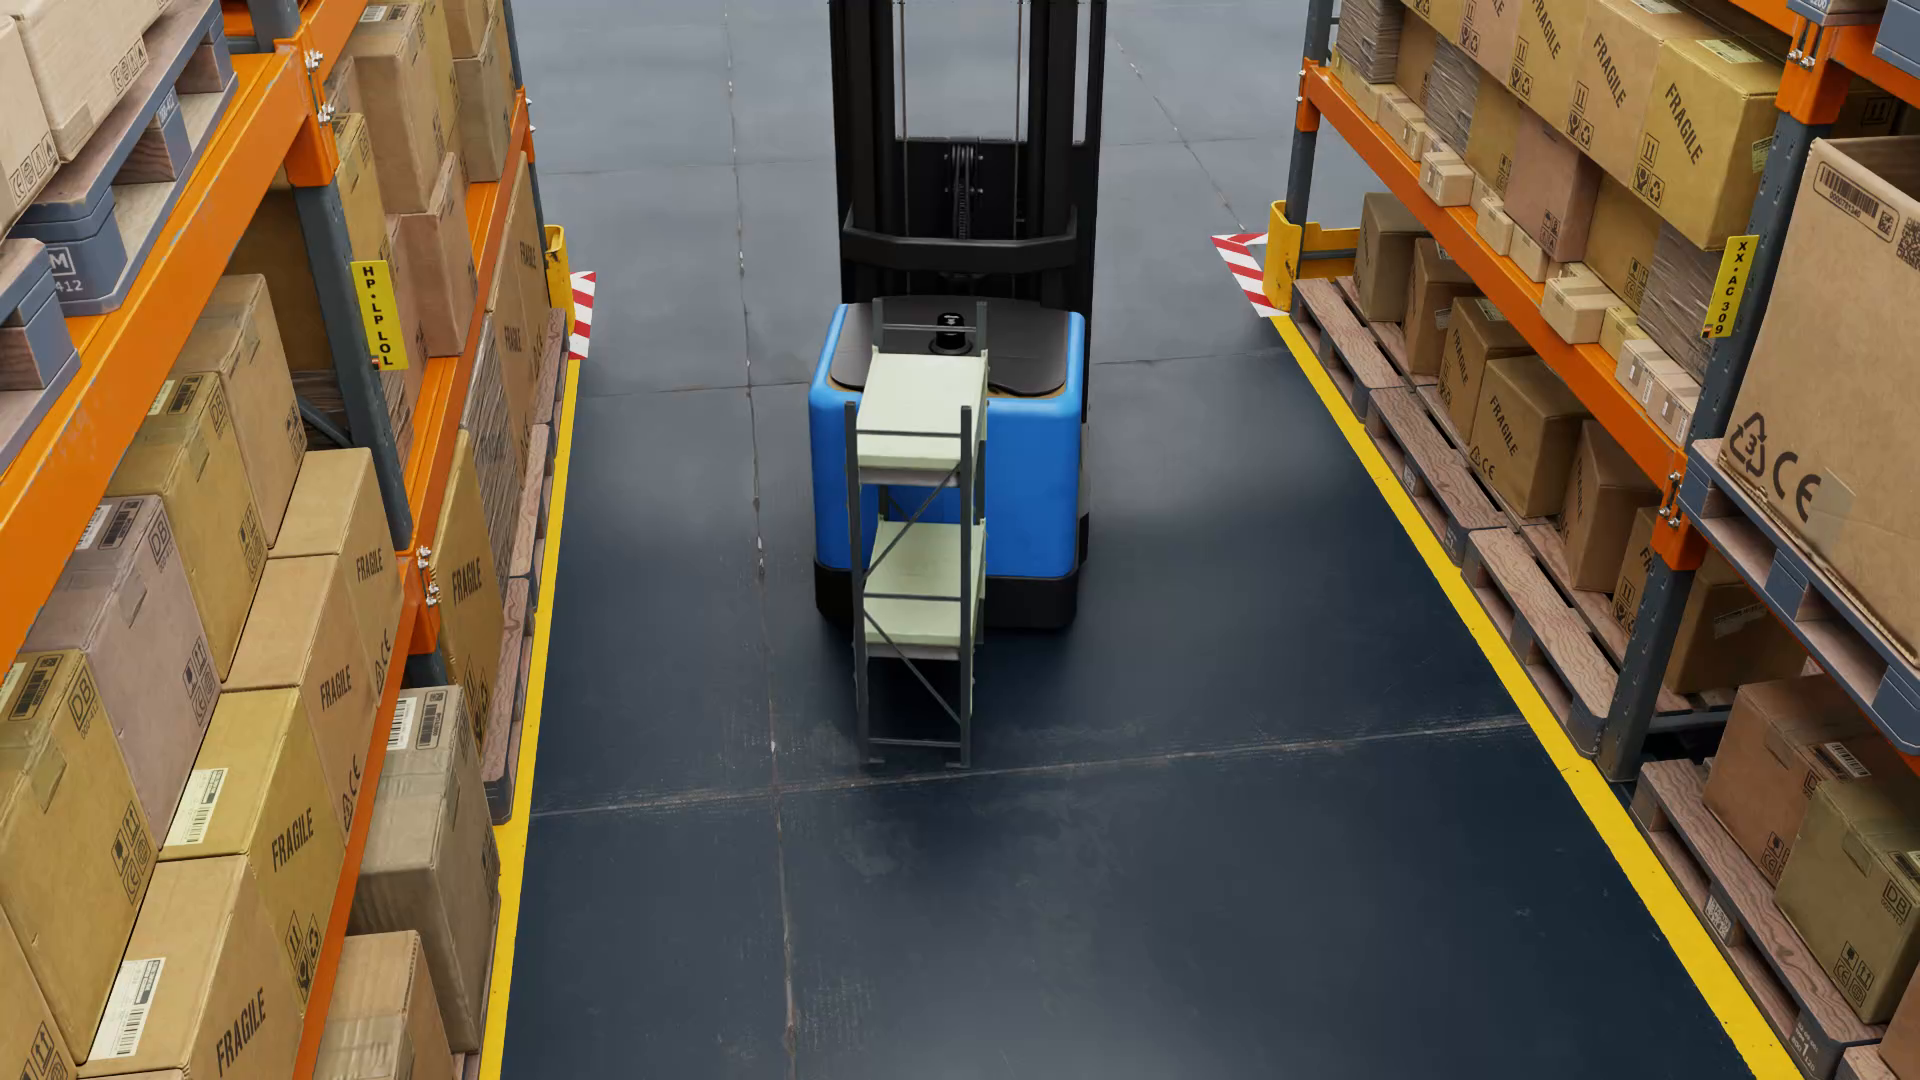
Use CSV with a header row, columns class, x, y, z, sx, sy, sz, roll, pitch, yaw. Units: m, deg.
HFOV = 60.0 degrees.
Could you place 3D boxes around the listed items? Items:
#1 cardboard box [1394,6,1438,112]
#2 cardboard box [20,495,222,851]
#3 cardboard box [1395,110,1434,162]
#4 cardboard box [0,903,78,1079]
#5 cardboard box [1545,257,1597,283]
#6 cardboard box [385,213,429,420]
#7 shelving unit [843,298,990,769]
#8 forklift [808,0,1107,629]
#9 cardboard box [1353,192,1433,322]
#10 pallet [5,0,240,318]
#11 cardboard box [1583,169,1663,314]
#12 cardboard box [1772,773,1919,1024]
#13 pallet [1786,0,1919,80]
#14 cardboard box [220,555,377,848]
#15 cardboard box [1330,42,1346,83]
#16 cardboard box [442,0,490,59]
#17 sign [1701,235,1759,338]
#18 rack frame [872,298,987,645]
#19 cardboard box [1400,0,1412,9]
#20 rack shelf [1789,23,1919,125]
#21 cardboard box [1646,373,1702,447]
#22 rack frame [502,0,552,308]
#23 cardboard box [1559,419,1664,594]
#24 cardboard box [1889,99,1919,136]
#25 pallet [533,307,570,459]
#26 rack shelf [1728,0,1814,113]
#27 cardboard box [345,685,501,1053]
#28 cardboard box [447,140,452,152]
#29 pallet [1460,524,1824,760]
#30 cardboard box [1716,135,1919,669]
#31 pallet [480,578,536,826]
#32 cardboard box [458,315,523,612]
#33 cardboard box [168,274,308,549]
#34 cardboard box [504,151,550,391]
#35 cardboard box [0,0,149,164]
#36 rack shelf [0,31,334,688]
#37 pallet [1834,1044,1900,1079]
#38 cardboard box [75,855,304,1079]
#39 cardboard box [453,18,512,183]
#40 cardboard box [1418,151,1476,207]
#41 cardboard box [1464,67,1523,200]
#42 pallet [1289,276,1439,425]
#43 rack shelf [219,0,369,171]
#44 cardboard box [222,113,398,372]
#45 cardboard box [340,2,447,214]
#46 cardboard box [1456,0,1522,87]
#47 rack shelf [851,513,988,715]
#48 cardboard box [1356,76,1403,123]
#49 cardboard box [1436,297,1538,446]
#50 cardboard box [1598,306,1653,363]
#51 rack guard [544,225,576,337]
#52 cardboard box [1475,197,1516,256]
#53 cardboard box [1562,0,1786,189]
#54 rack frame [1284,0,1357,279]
class,x,y,z,sx,sy,sz,roll,pitch,yaw
cardboard box,2.508,-2.251,7.537,0.875,0.500,0.500,-4,35,-6
cardboard box,-1.904,0.277,3.204,0.700,0.500,0.500,-4,34,-6
cardboard box,2.192,-1.825,7.488,0.380,0.149,0.250,-4,35,-6
cardboard box,-1.768,0.844,2.372,0.700,0.500,0.500,-5,35,-7
cardboard box,2.448,-0.993,6.266,0.380,0.149,0.250,-4,35,-6
cardboard box,-2.273,-0.687,5.461,0.875,0.550,0.550,-4,35,-6
shelving unit,-0.135,-0.009,5.931,0.431,1.500,0.755,3,34,4
forklift,0.051,-1.667,7.093,1.130,2.935,3.031,3,34,4
cardboard box,2.343,-1.457,8.571,0.500,0.500,0.500,2,34,2
pallet,-1.943,-0.767,3.218,0.805,0.209,1.217,-6,35,-8
cardboard box,2.782,-1.135,5.900,0.875,0.500,0.500,-4,35,-6
cardboard box,2.920,1.029,4.905,0.700,0.500,0.500,-5,35,-7
pallet,2.791,-1.243,3.914,1.213,0.211,1.003,-4,35,-6
cardboard box,-1.712,0.397,3.915,0.500,0.500,0.500,-5,35,-7
cardboard box,2.078,-2.385,8.309,0.380,0.149,0.250,-4,35,-6
cardboard box,-2.476,-2.345,6.935,0.875,0.550,0.550,-4,35,-6
sign,2.277,-0.746,4.913,0.100,0.325,0.005,-4,35,-6
rack frame,-0.107,-0.214,6.232,0.400,1.500,0.023,3,34,4
cardboard box,2.140,-2.636,7.214,0.500,0.500,0.500,-4,35,-6
rack shelf,3.082,-0.260,2.943,1.077,0.370,4.000,-4,35,-6
cardboard box,2.493,-0.428,5.437,0.380,0.149,0.250,-4,35,-6
rack frame,-2.653,-2.347,8.030,1.000,3.000,0.127,-4,35,-6
cardboard box,2.715,-0.120,6.609,0.500,0.500,0.500,6,35,9
cardboard box,3.005,-1.282,5.226,0.500,0.500,0.500,-4,35,-6
pallet,-2.468,-0.754,8.169,1.003,0.211,1.213,-4,35,-6
rack shelf,2.544,-2.492,6.218,1.077,0.370,4.000,-4,35,-6
cardboard box,-1.942,0.981,4.771,1.050,0.750,0.750,-5,35,-7
cardboard box,-2.400,-1.285,6.339,0.875,0.550,0.500,-4,35,-6
pallet,2.688,0.346,6.554,1.003,0.211,1.213,-4,35,-6
cardboard box,2.782,-0.401,4.270,1.000,1.000,1.000,-4,34,-6
pallet,-2.140,0.608,6.171,1.003,0.211,1.213,-4,35,-6
cardboard box,-2.255,-0.269,6.495,0.875,0.875,0.875,-4,34,-6
cardboard box,-2.043,-0.292,4.039,0.700,0.500,0.500,-5,35,-7
cardboard box,-2.496,-1.269,7.962,0.875,0.875,0.875,-4,34,-6
cardboard box,-1.731,-0.835,2.819,0.500,0.250,0.500,-5,35,-7
rack shelf,-1.846,0.059,2.475,1.077,0.370,4.000,-4,35,-6
pallet,3.087,1.835,4.370,1.003,0.211,1.213,-4,35,-6
cardboard box,-1.573,0.962,3.086,0.500,0.500,0.500,-5,35,-7
cardboard box,-2.463,-1.900,7.241,0.875,0.550,0.550,-4,35,-6
cardboard box,2.183,-1.541,7.070,0.380,0.149,0.250,-4,35,-6
cardboard box,2.588,-1.689,6.712,0.875,0.500,0.500,-4,35,-6
pallet,2.360,-1.015,8.552,1.003,0.211,1.213,-4,35,-6
rack shelf,-2.384,-2.173,5.750,1.077,0.370,4.000,-4,35,-6
cardboard box,-2.131,-0.831,4.714,0.875,0.550,0.550,-4,35,-6
cardboard box,-2.256,-1.441,5.609,0.875,0.550,0.550,-4,35,-6
cardboard box,2.282,-2.079,6.396,0.500,0.500,0.500,-4,35,-6
rack shelf,-0.135,0.261,6.115,0.431,0.370,0.720,3,34,4
cardboard box,2.111,-2.103,7.896,0.380,0.149,0.250,-4,35,-6
cardboard box,2.523,-0.775,7.570,0.500,0.500,0.500,-1,34,-2
cardboard box,2.495,-0.712,5.854,0.380,0.149,0.250,-4,35,-6
rack guard,-2.656,-1.327,8.753,1.175,0.500,0.348,-4,35,-6
cardboard box,2.306,-1.266,6.667,0.380,0.149,0.250,-4,35,-6
cardboard box,2.412,-1.520,5.577,0.500,0.500,0.500,-4,35,-6
rack frame,2.275,-2.666,8.498,1.000,3.000,0.127,-4,35,-6
